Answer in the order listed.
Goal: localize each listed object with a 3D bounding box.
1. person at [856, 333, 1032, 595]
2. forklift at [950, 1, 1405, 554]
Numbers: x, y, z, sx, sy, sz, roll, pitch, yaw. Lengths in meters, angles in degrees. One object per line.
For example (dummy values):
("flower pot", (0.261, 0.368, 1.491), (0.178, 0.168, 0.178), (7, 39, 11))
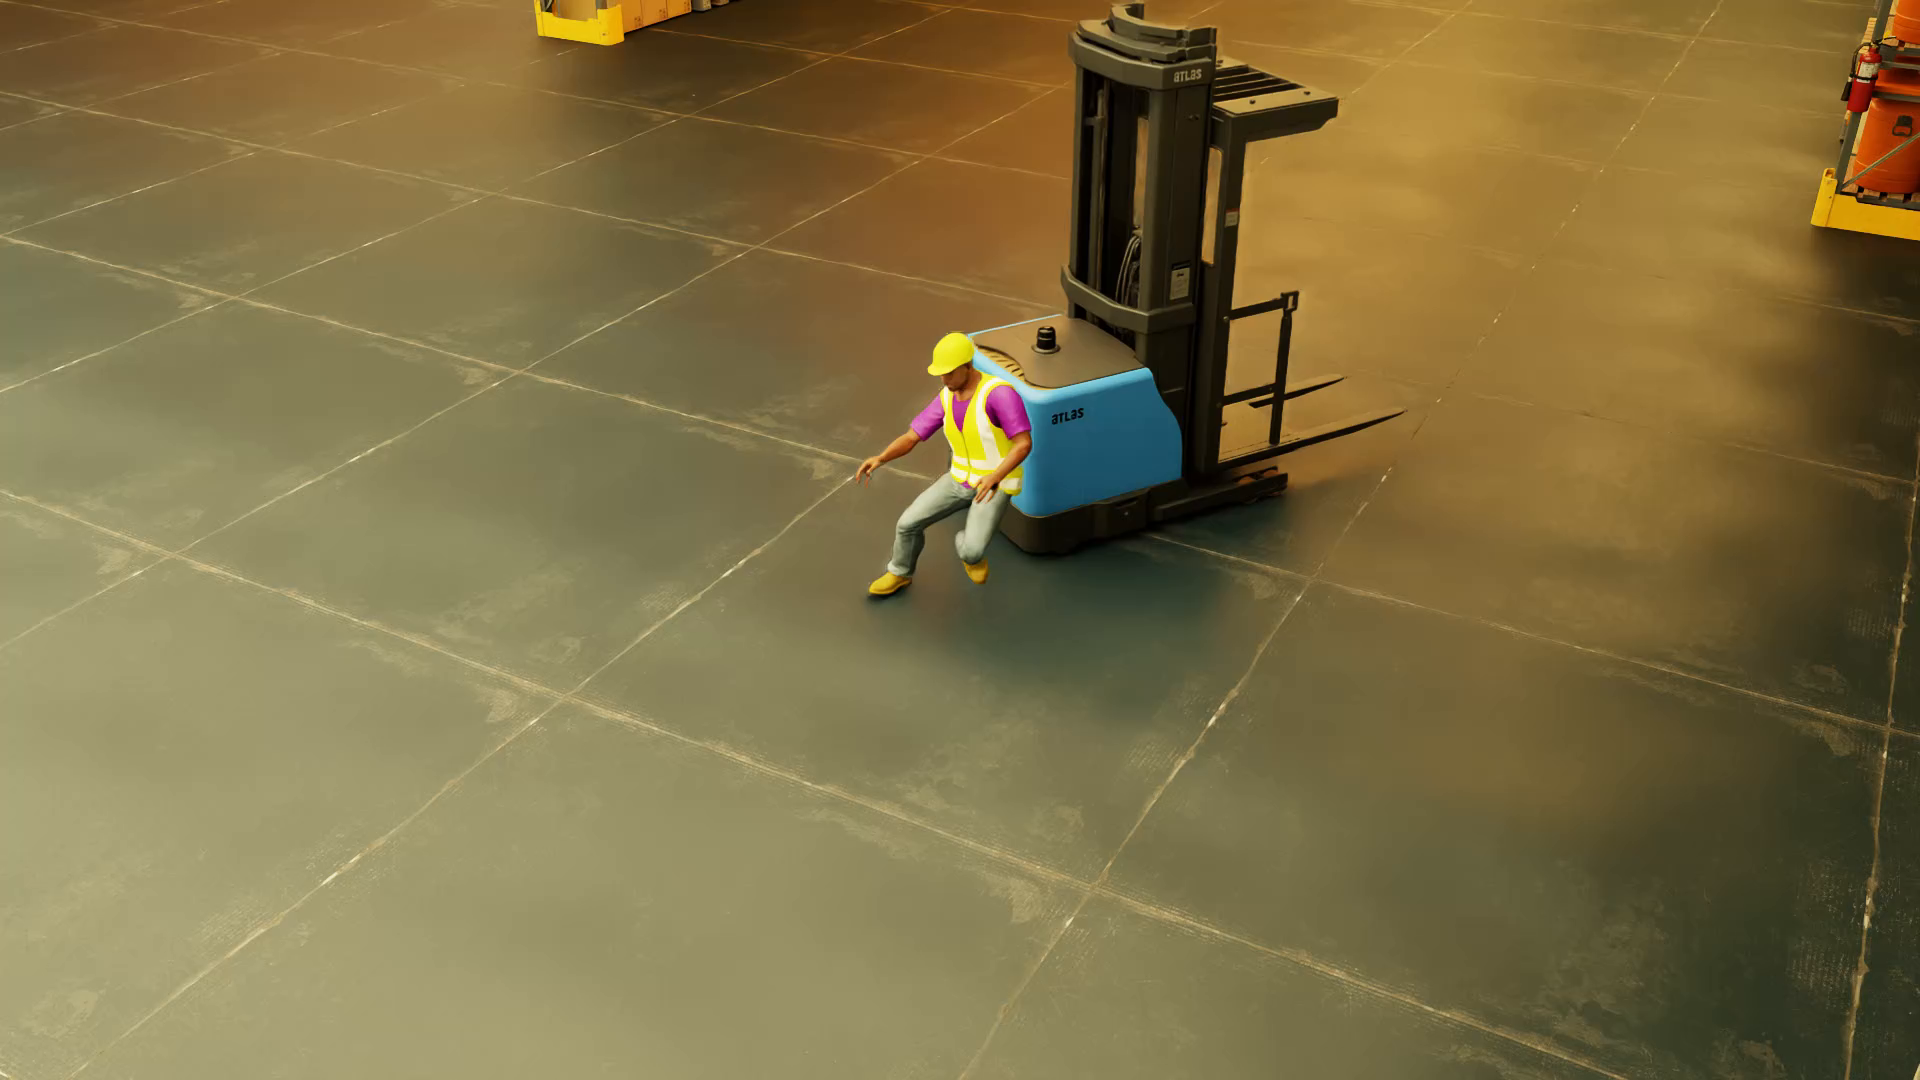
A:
("person", (-0.086, -0.307, 8.975), (0.836, 1.572, 0.808), (25, 38, 36))
("forklift", (1.476, -1.710, 10.033), (3.031, 2.935, 1.130), (-16, 34, -25))
